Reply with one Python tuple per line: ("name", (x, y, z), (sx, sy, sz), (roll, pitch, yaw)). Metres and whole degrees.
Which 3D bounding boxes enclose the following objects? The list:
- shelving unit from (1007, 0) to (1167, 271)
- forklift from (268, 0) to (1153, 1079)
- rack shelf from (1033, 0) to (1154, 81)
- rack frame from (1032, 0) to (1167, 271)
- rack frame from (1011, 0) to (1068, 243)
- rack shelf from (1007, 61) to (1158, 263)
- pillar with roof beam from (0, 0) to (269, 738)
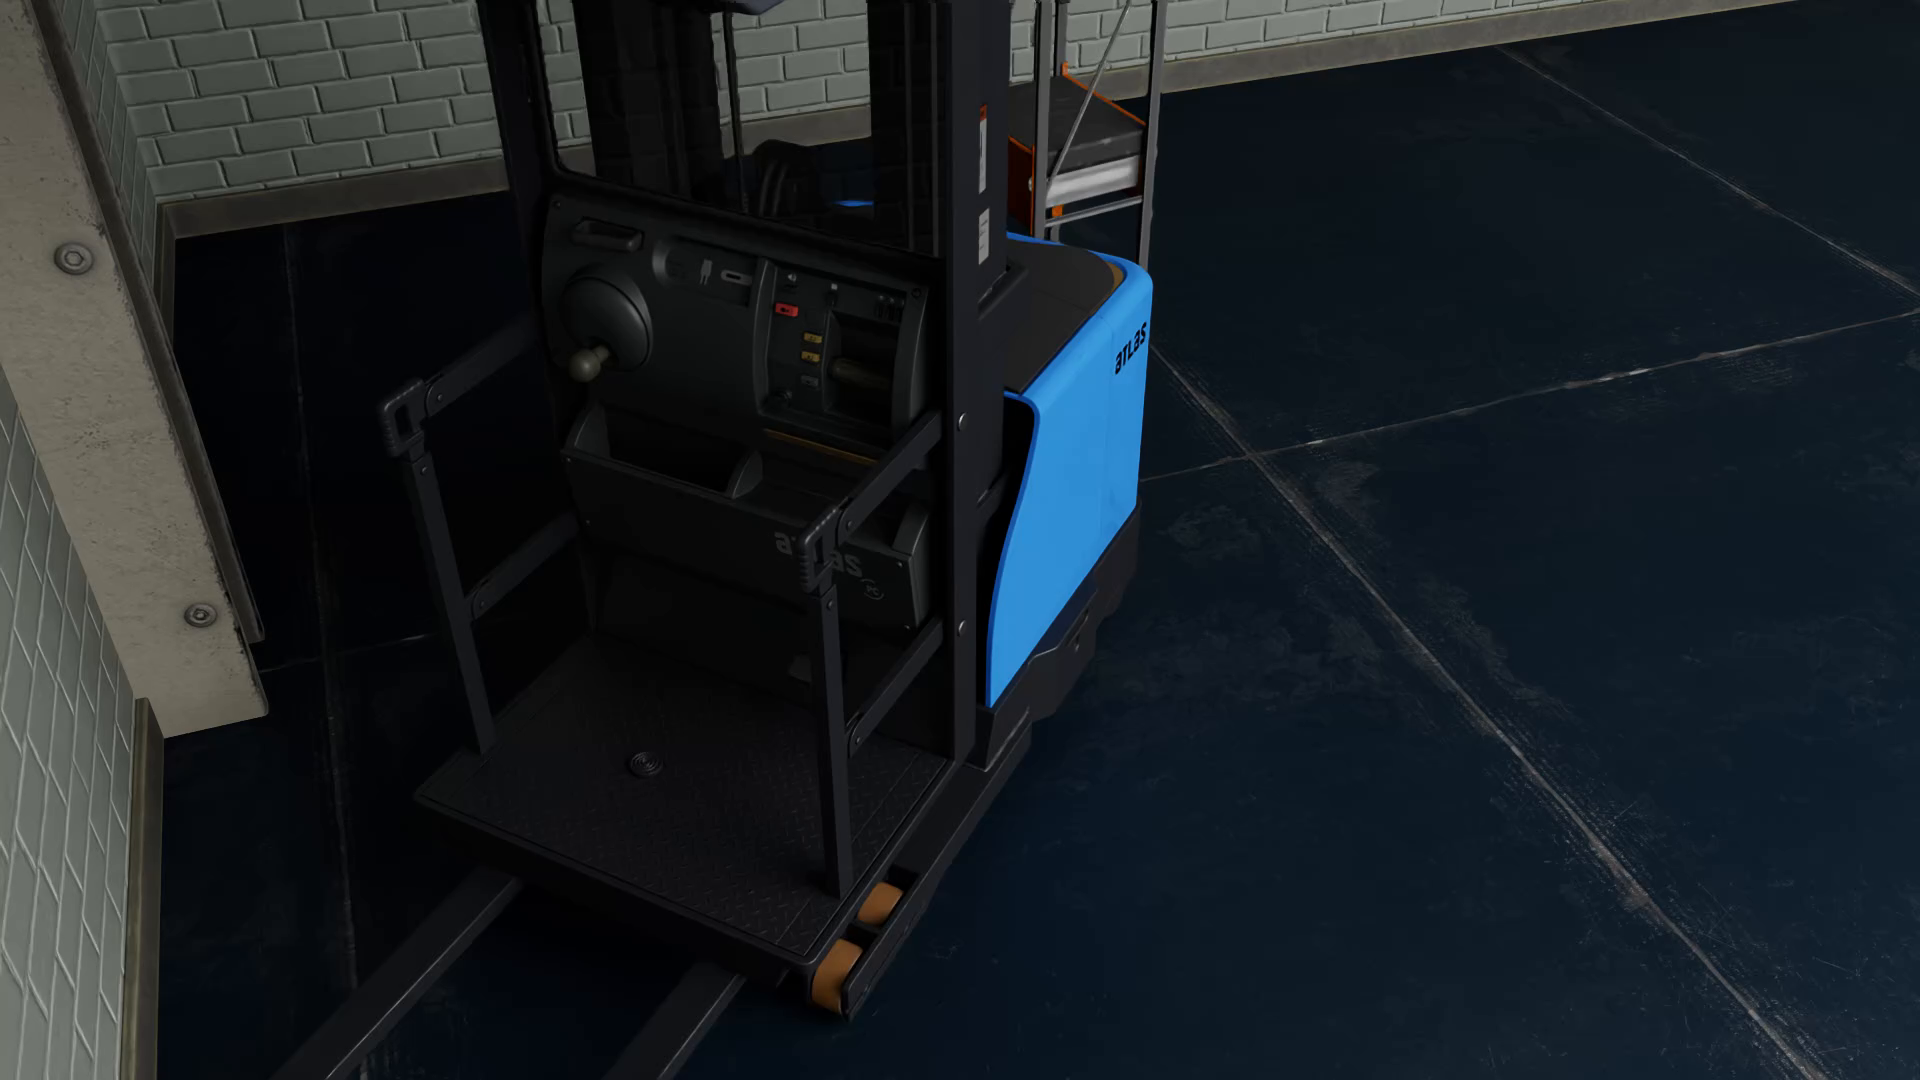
("shelving unit", (0.261, -1.062, 4.914), (0.431, 2.100, 0.503), (-19, 41, -23))
("forklift", (-0.584, -0.396, 3.339), (1.130, 2.935, 3.031), (17, 40, 21))
("rack shelf", (0.261, -1.610, 4.501), (0.431, 0.518, 0.480), (-19, 41, -23))
("rack frame", (0.380, -0.934, 4.744), (0.400, 2.100, 0.015), (-19, 41, -23))
("rack frame", (0.141, -1.189, 5.084), (0.400, 2.100, 0.015), (-19, 41, -23))
("rack shelf", (0.261, -1.051, 4.922), (0.431, 0.518, 0.480), (-19, 41, -23))
("pillar with roof beam", (1.913, -4.082, 3.190), (9.100, 9.000, 0.400), (-12, 39, -16))
